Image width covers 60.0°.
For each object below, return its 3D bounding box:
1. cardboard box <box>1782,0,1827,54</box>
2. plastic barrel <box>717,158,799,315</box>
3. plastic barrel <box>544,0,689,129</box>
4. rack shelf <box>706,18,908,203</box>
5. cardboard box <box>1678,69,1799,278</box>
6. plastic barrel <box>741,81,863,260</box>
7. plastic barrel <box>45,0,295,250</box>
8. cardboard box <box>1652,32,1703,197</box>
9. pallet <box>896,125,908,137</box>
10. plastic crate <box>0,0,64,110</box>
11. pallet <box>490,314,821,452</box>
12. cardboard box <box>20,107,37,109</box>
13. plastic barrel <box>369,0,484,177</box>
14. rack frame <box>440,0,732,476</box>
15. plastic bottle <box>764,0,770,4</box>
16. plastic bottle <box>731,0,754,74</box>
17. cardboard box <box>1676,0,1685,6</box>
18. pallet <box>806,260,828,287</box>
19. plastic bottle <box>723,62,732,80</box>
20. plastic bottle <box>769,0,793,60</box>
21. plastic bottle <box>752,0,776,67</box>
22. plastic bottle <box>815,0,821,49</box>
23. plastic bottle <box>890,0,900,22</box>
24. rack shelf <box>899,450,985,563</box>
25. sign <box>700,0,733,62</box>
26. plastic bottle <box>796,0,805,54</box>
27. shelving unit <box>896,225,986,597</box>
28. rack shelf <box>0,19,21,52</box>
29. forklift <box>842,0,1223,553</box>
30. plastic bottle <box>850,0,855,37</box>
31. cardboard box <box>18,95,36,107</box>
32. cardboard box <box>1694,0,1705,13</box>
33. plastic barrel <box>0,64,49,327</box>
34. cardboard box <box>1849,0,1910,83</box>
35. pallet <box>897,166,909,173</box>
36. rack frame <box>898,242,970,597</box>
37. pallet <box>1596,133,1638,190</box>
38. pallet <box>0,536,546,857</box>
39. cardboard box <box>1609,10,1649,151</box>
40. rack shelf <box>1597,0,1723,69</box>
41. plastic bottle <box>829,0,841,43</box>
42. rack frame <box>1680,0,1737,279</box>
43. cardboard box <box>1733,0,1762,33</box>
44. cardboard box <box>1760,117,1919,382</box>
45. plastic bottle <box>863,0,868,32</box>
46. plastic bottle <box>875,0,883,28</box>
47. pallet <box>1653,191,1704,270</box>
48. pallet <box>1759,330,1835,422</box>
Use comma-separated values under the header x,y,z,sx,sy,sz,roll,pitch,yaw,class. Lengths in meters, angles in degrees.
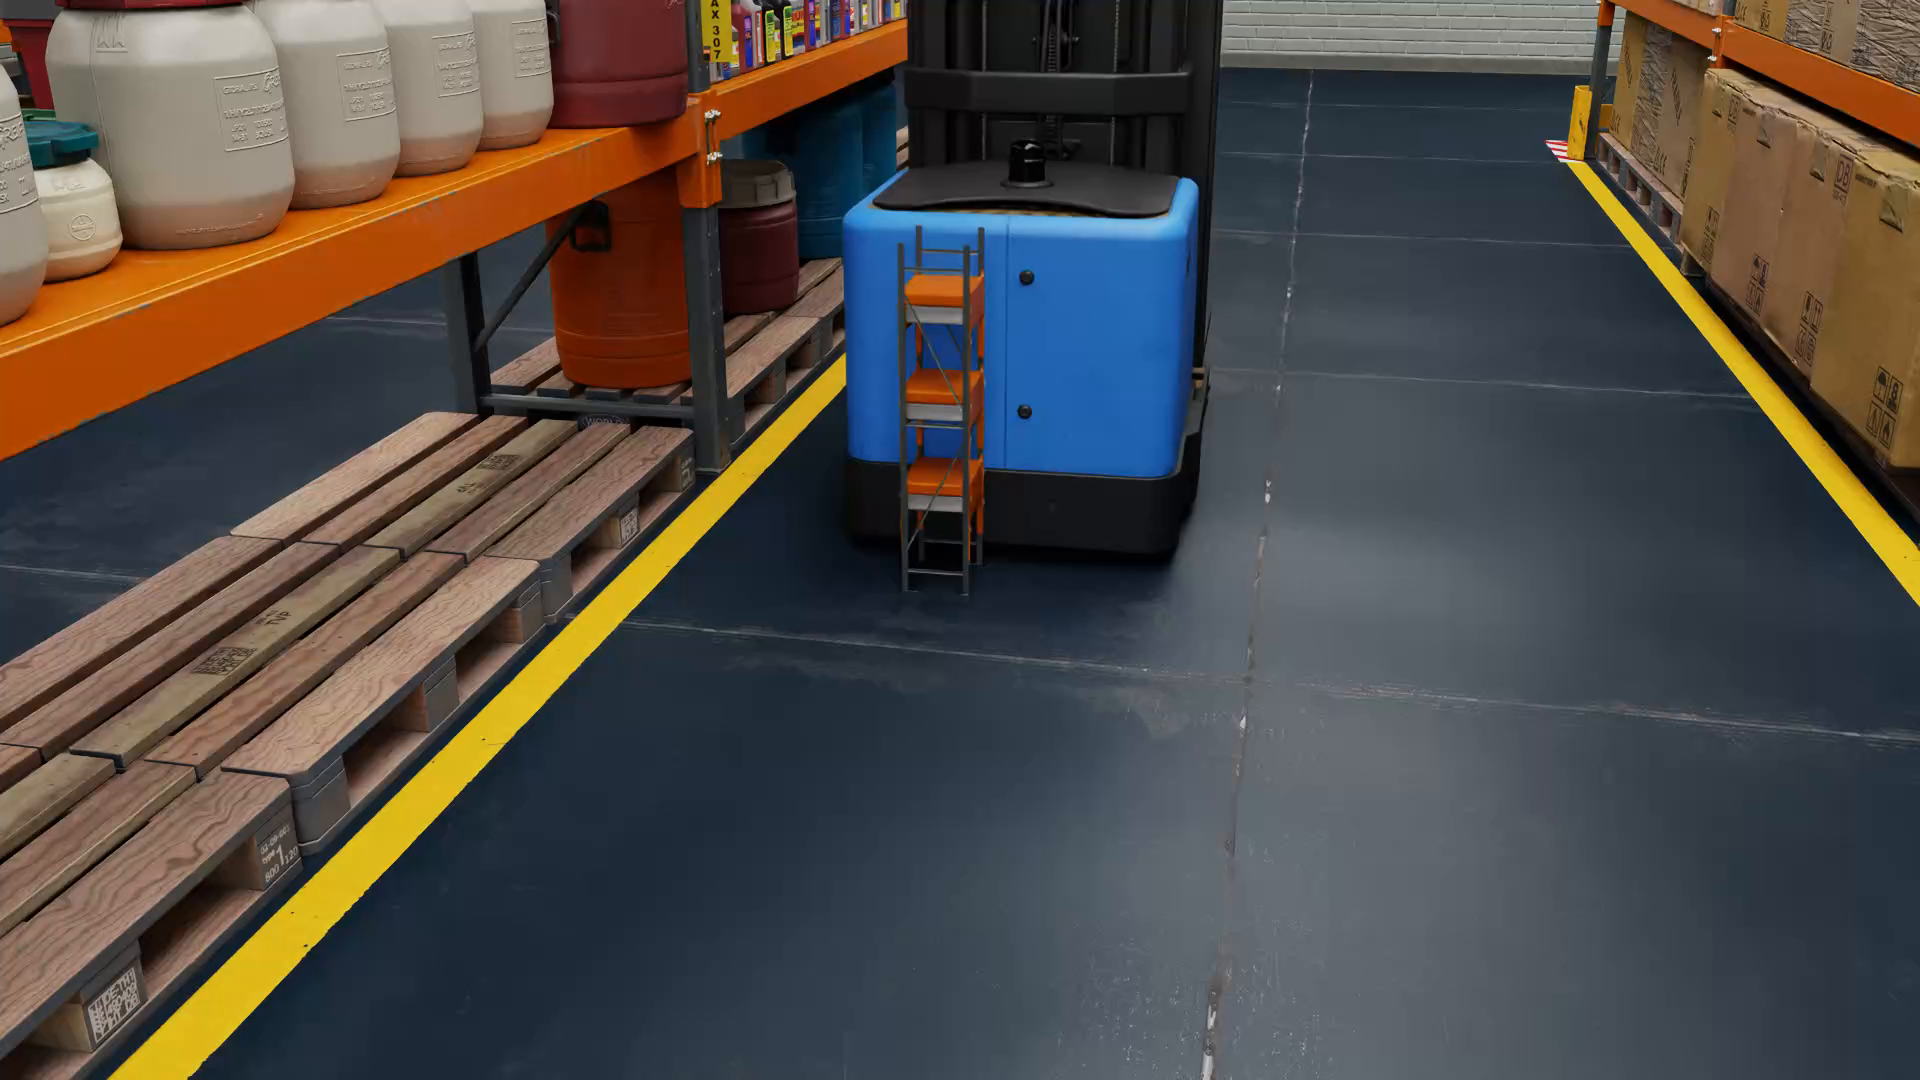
x,y,z,sx,sy,sz,roll,pitch,yaw,class
3.792,-2.296,6.904,0.500,0.500,0.500,4,22,10,cardboard box
-1.017,-1.349,7.355,0.600,0.588,0.708,4,22,11,plastic barrel
-1.128,-1.550,5.005,0.600,0.536,0.708,4,22,11,plastic barrel
-0.922,-2.078,7.460,1.077,0.370,4.000,4,22,11,rack shelf
4.224,-1.739,7.938,1.225,0.875,0.875,5,22,11,cardboard box
-0.786,-1.908,8.322,0.600,0.901,0.708,4,22,11,plastic barrel
-1.587,-0.882,3.345,0.433,0.535,0.433,0,22,0,plastic barrel
4.731,-2.539,9.924,0.875,0.875,0.875,4,22,11,cardboard box
0.096,-3.014,12.554,1.003,0.211,1.213,4,22,11,pallet
-1.959,-1.142,4.088,0.402,0.464,0.583,4,22,11,plastic crate
-1.210,-0.678,6.754,1.003,0.211,1.213,4,22,11,pallet
-5.292,-2.184,9.518,0.500,0.500,0.500,5,22,11,cardboard box
-1.417,-1.185,4.132,0.421,0.512,0.421,0,22,0,plastic barrel
-1.330,-1.680,5.510,1.000,3.000,0.127,4,22,11,rack frame
-0.782,-2.318,7.161,0.144,0.351,0.185,4,22,11,plastic bottle
-0.814,-1.876,6.153,0.061,0.283,0.133,4,22,11,plastic bottle
4.234,-3.067,9.291,0.380,0.149,0.250,5,22,12,cardboard box
-0.712,-1.570,8.970,1.003,0.211,1.213,4,22,11,pallet
-0.875,-1.794,5.965,0.097,0.271,0.097,0,22,0,plastic bottle
-0.712,-2.059,6.606,0.061,0.283,0.133,4,22,11,plastic bottle
-0.759,-1.974,6.396,0.061,0.283,0.133,4,22,11,plastic bottle
-0.639,-2.217,7.014,0.097,0.271,0.097,0,22,0,plastic bottle
-0.381,-2.759,8.254,0.144,0.351,0.185,4,22,11,plastic bottle
-0.051,-0.102,4.973,0.215,0.259,0.240,4,22,9,rack shelf
-0.790,-1.716,5.381,0.100,0.325,0.005,4,22,11,sign
-0.686,-2.132,6.805,0.097,0.271,0.097,0,22,0,plastic bottle
-0.051,-0.369,4.865,0.215,1.050,0.252,4,22,9,shelving unit
-5.770,-2.457,8.401,1.077,0.370,4.000,4,22,11,rack shelf
0.402,-1.837,5.991,1.130,2.935,3.031,4,22,9,forklift
-0.527,-2.385,7.527,0.097,0.201,0.097,0,22,0,plastic bottle
-5.700,-2.408,10.074,0.500,0.500,0.500,3,22,8,cardboard box
4.129,-2.880,8.825,0.380,0.149,0.250,5,22,12,cardboard box
-1.736,-0.613,2.679,0.433,0.535,0.433,0,22,0,plastic barrel
3.587,-1.920,5.972,0.500,0.500,0.500,4,22,9,cardboard box
-0.402,-2.121,10.338,1.003,0.211,1.213,4,22,11,pallet
-0.073,-0.324,4.754,0.200,1.050,0.008,4,22,9,rack frame
5.064,-2.636,11.617,1.003,0.211,1.213,4,22,11,pallet
-1.777,0.339,4.230,1.003,0.211,1.213,4,22,11,pallet
5.099,-3.197,11.559,0.875,0.875,0.875,4,22,11,cardboard box
4.743,-3.163,10.155,1.077,0.370,4.000,4,22,11,rack shelf
-0.606,-2.356,7.254,0.144,0.351,0.185,4,22,11,plastic bottle
4.335,-2.765,8.204,1.000,3.000,0.127,4,22,11,rack frame
3.996,-2.662,7.815,0.500,0.500,0.500,5,22,11,cardboard box
3.869,-1.088,6.321,1.225,0.875,0.875,5,22,11,cardboard box
-0.480,-2.470,7.738,0.097,0.201,0.097,0,22,0,plastic bottle
-0.455,-2.598,7.956,0.152,0.276,0.135,4,22,11,plastic bottle
4.567,-1.744,9.401,1.003,0.211,1.213,4,22,11,pallet
4.004,-0.736,6.899,1.003,0.211,1.213,4,22,11,pallet
